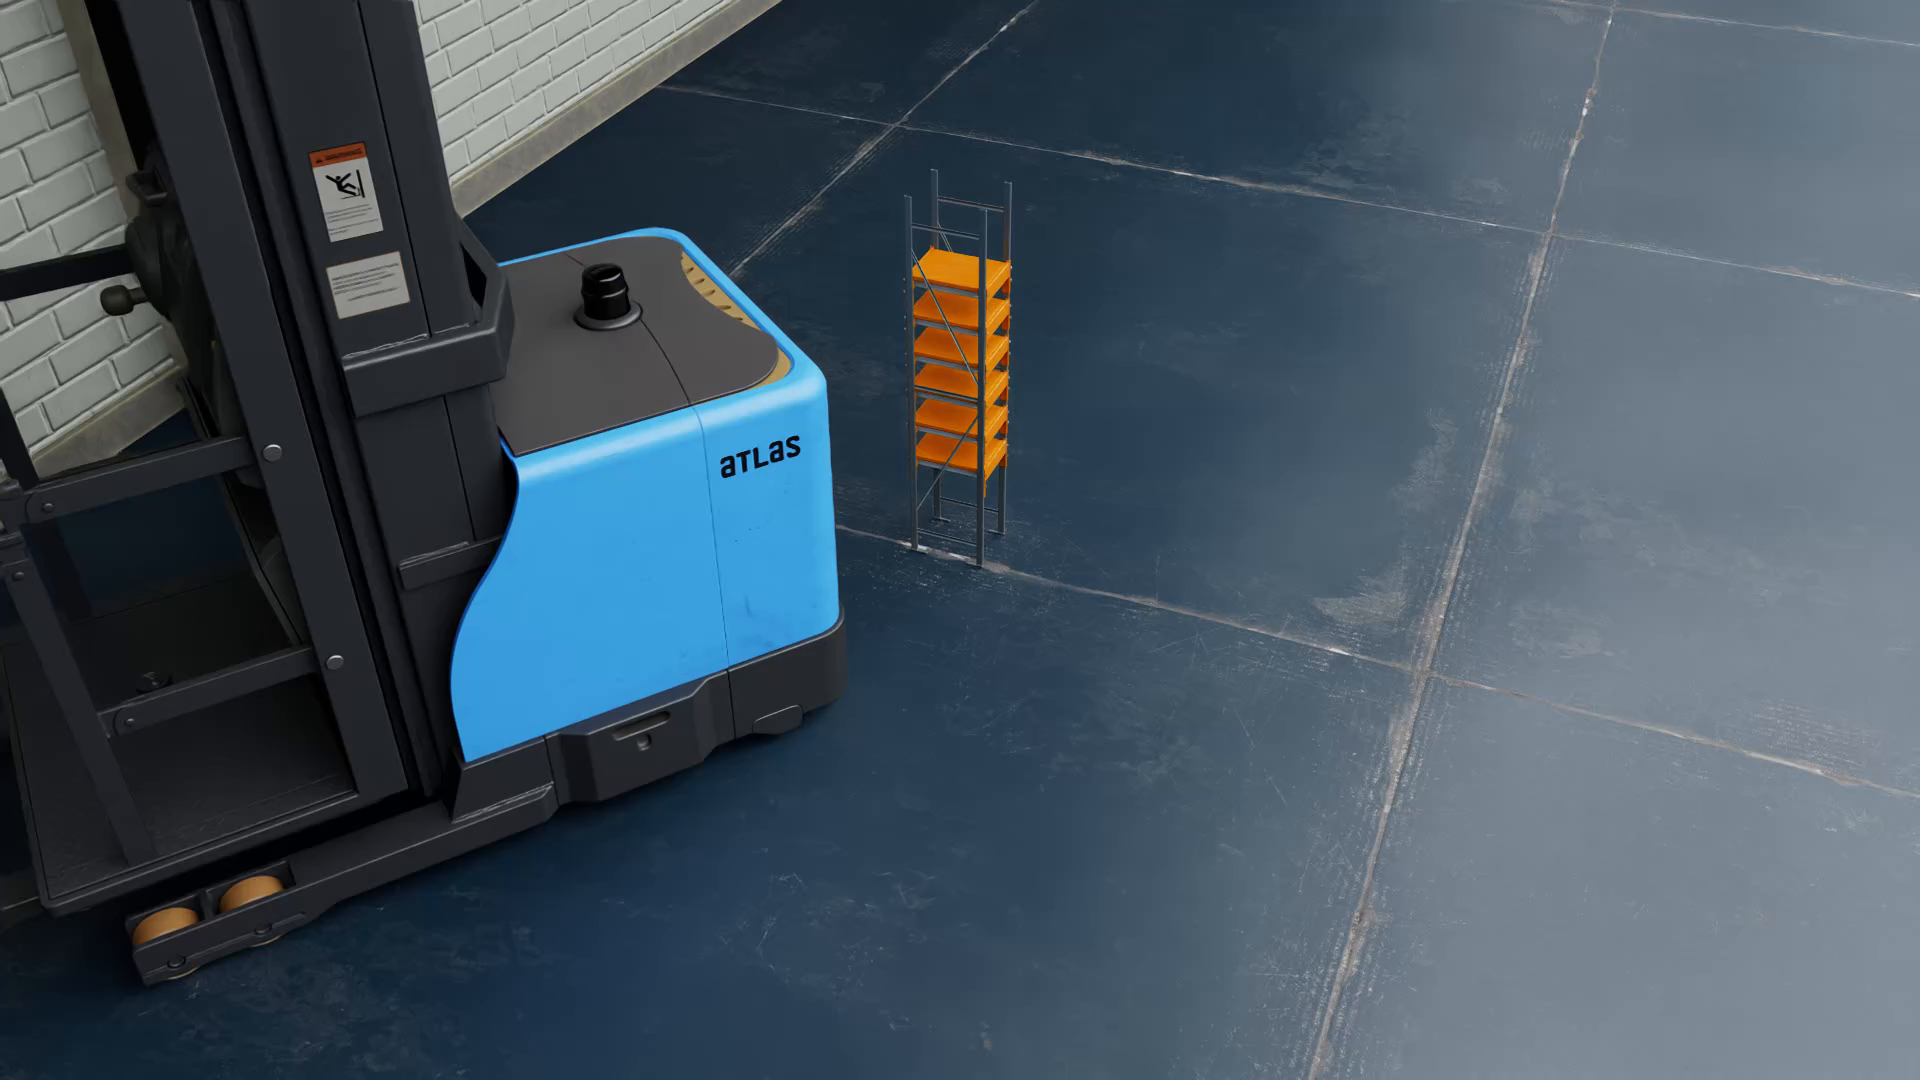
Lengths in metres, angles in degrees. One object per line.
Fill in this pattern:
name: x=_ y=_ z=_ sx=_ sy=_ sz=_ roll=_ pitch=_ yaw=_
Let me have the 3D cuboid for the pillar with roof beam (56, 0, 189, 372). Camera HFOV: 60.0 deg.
pillar with roof beam: x=1.440 y=-3.198 z=2.012 sx=9.100 sy=9.000 sz=0.400 roll=14 pitch=39 yaw=18

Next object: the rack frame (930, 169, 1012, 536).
rack frame: x=0.029 y=-0.523 z=4.948 sx=0.240 sy=1.200 sz=0.006 roll=14 pitch=39 yaw=18

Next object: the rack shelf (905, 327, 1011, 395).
rack shelf: x=-0.005 y=-0.533 z=4.835 sx=0.258 sy=0.103 sz=0.180 roll=14 pitch=39 yaw=18

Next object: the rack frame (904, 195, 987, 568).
rack frame: x=-0.040 y=-0.422 z=4.812 sx=0.240 sy=1.200 sz=0.006 roll=14 pitch=39 yaw=18

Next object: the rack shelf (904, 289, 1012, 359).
rack shelf: x=-0.005 y=-0.629 z=4.763 sx=0.258 sy=0.103 sz=0.180 roll=14 pitch=39 yaw=18

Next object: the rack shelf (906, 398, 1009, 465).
rack shelf: x=-0.005 y=-0.341 z=4.979 sx=0.258 sy=0.103 sz=0.180 roll=14 pitch=39 yaw=18

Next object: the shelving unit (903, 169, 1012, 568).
shelving unit: x=-0.005 y=-0.473 z=4.880 sx=0.258 sy=1.200 sz=0.189 roll=14 pitch=39 yaw=18

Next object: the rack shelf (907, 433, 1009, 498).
rack shelf: x=-0.005 y=-0.245 z=5.050 sx=0.258 sy=0.103 sz=0.180 roll=14 pitch=39 yaw=18

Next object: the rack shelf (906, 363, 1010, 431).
rack shelf: x=-0.005 y=-0.437 z=4.907 sx=0.258 sy=0.103 sz=0.180 roll=14 pitch=39 yaw=18

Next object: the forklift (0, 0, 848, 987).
forklift: x=-1.842 y=-0.513 z=3.489 sx=3.031 sy=2.935 sz=1.130 roll=-19 pitch=41 yaw=-24

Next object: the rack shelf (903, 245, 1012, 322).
rack shelf: x=-0.005 y=-0.725 z=4.691 sx=0.258 sy=0.103 sz=0.180 roll=14 pitch=39 yaw=18
